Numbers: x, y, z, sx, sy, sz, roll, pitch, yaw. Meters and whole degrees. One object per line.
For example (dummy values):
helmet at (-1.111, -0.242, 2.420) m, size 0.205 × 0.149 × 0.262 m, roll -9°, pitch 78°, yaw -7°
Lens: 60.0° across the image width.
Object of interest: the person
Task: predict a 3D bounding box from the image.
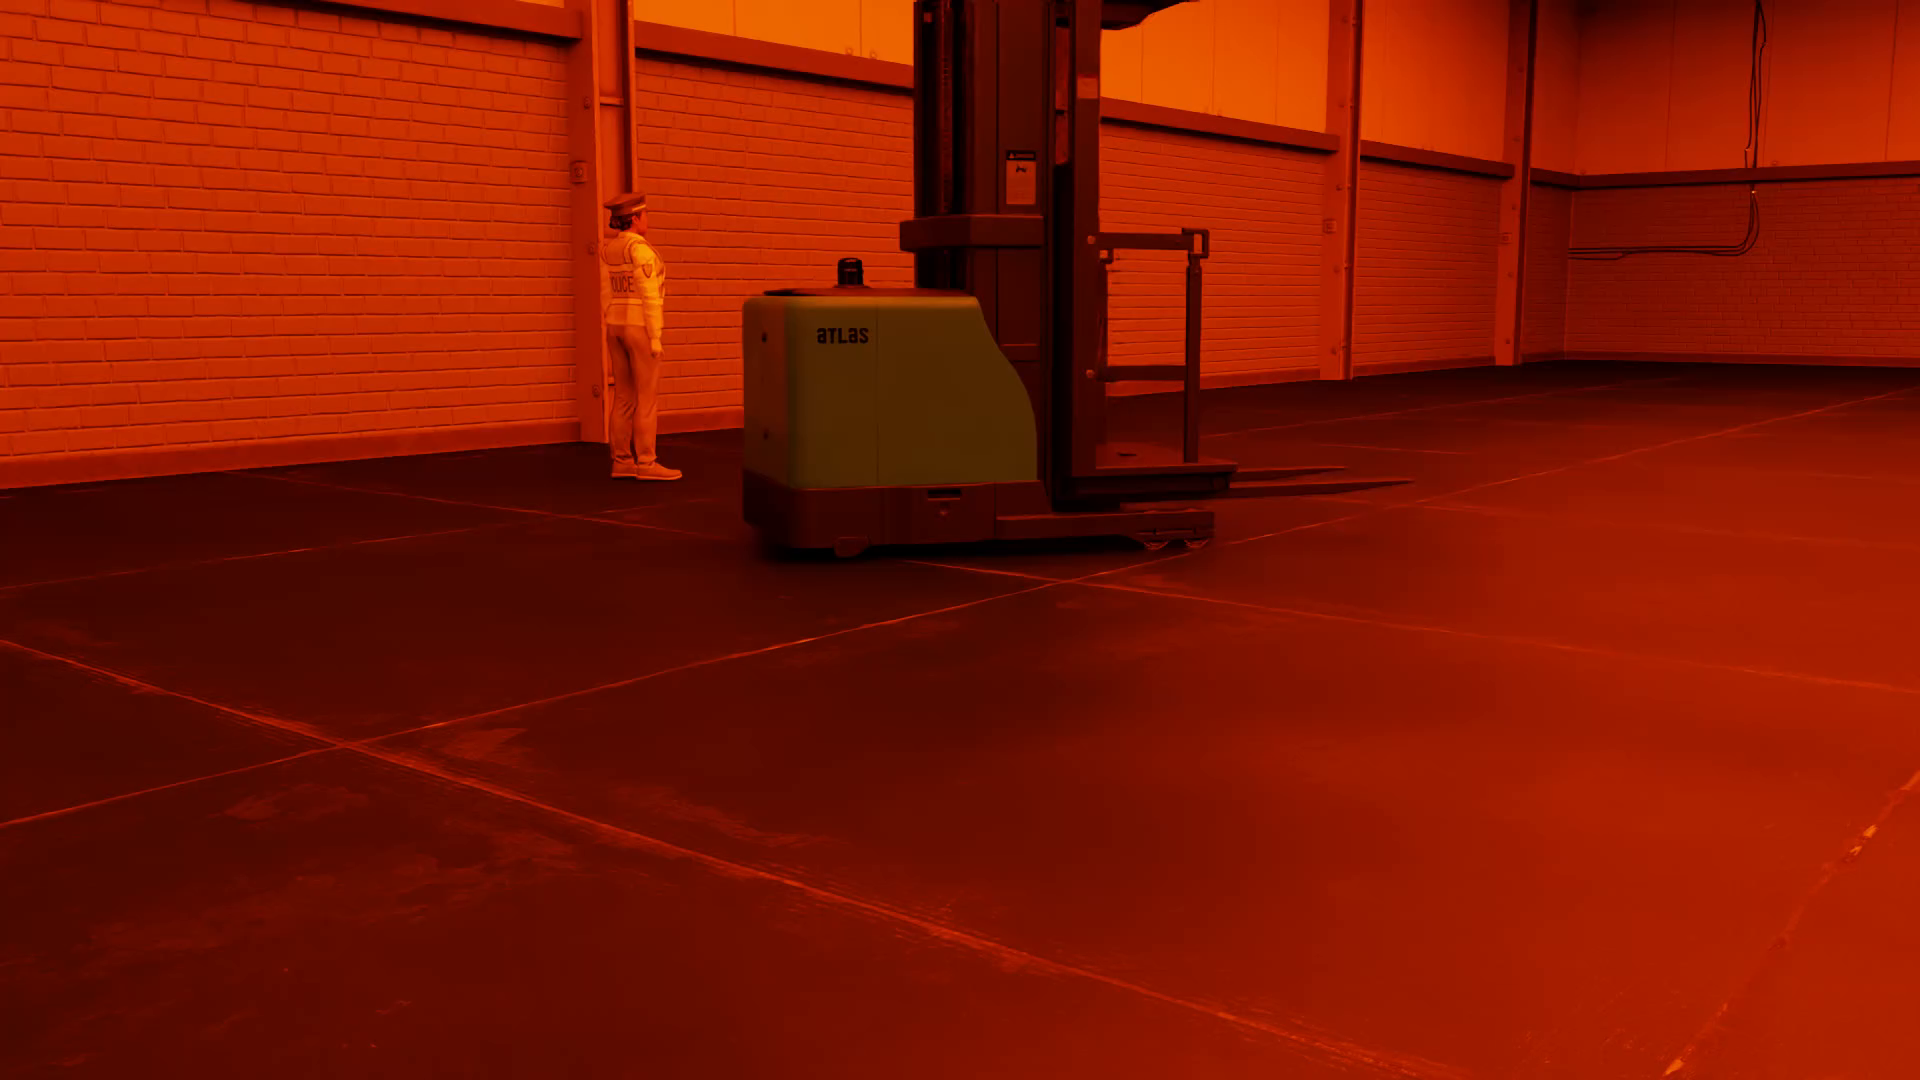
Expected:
person at (-1.903, -1.199, 9.777) m, size 0.462 × 1.693 × 0.340 m, roll 8°, pitch 11°, yaw 43°

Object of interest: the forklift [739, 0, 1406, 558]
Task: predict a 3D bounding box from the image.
forklift at (0.578, -1.486, 7.437) m, size 3.031 × 2.935 × 1.130 m, roll -3°, pitch 9°, yaw -21°
